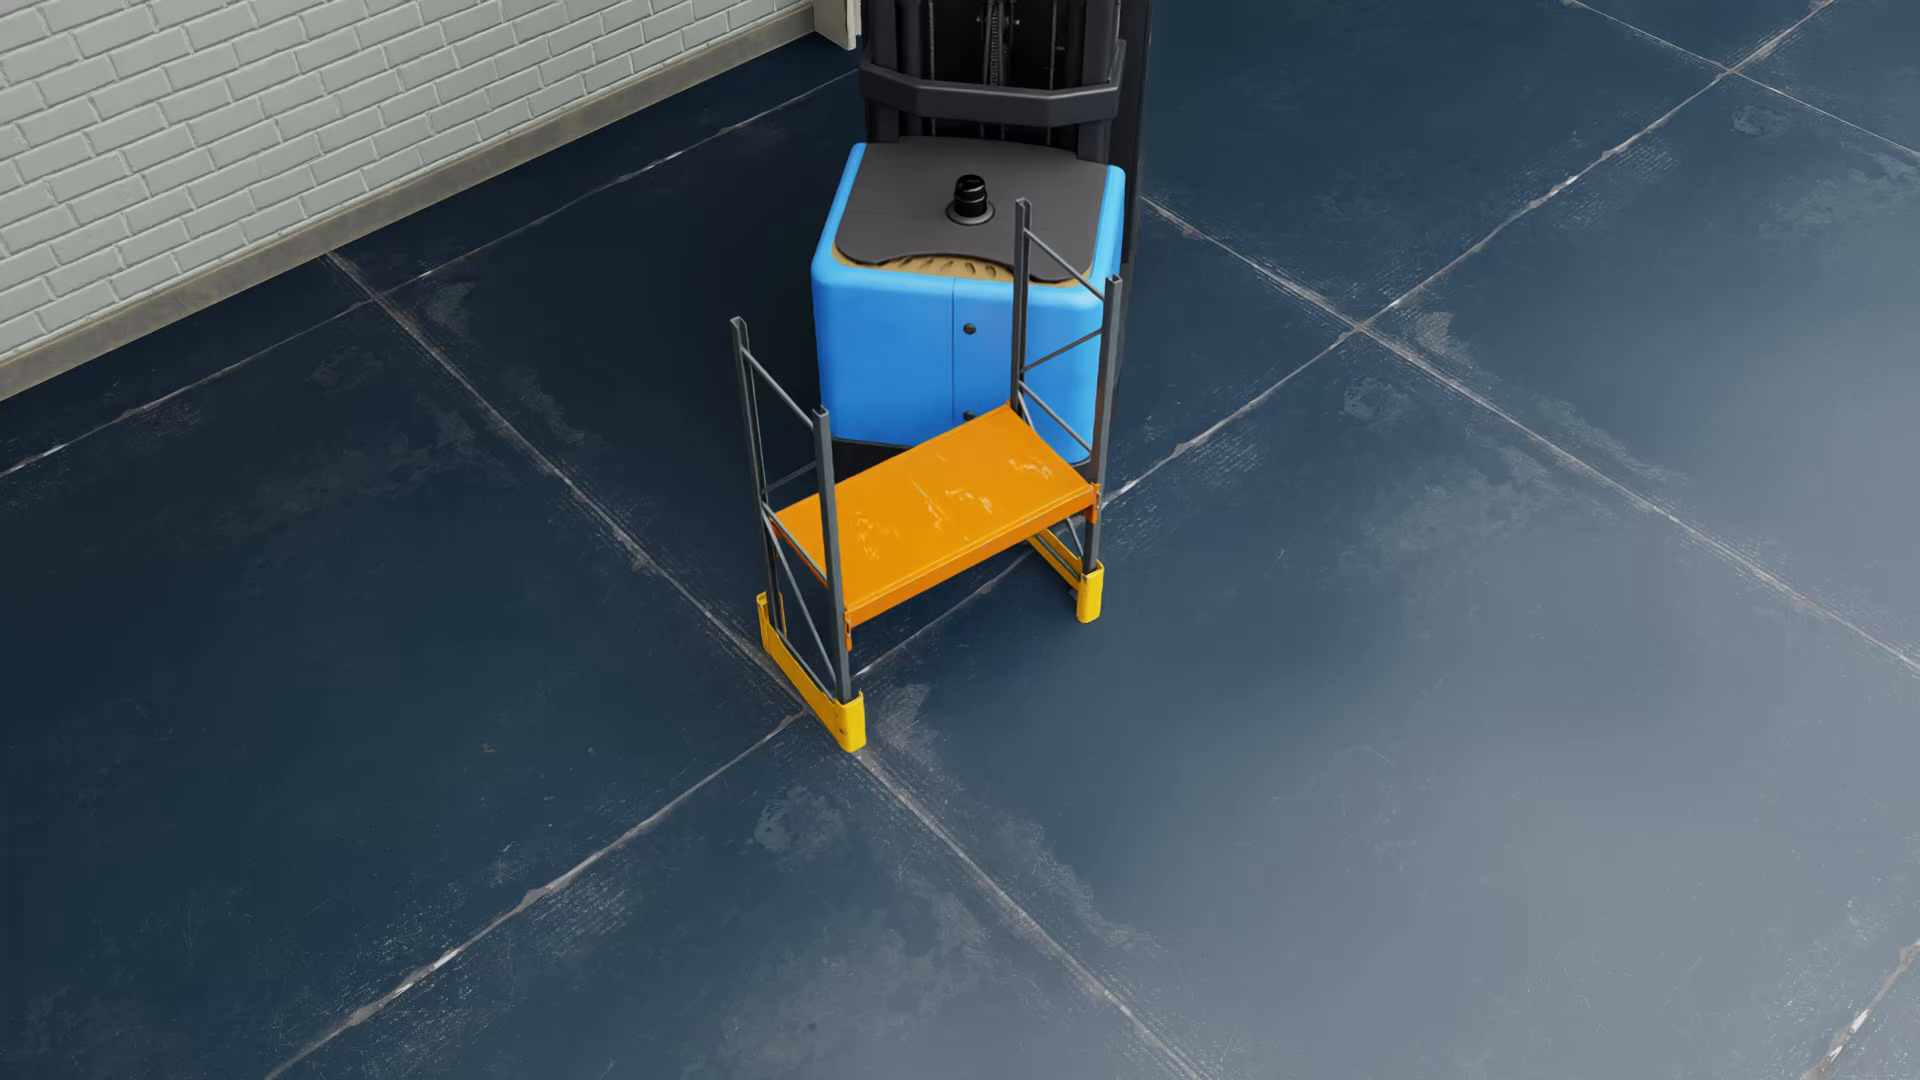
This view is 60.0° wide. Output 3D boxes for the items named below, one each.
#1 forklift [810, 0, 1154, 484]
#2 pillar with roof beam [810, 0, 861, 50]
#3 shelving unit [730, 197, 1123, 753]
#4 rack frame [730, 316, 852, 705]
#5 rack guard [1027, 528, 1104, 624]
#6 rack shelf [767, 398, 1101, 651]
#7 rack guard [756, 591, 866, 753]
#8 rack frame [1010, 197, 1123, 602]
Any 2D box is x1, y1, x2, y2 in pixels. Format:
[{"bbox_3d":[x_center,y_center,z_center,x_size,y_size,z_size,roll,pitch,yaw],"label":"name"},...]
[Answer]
[{"bbox_3d":[0.210,-2.201,6.287,1.130,2.935,3.031,7,48,6],"label":"forklift"},{"bbox_3d":[2.363,-3.415,3.278,0.400,9.000,9.100,-34,56,-27],"label":"pillar with roof beam"},{"bbox_3d":[-0.099,-0.190,5.405,1.083,1.500,0.587,-27,53,-23],"label":"shelving unit"},{"bbox_3d":[-0.510,0.018,5.213,0.032,1.500,0.500,-27,53,-23],"label":"rack frame"},{"bbox_3d":[0.312,0.026,6.055,0.087,0.250,0.587,-27,53,-23],"label":"rack guard"},{"bbox_3d":[-0.091,-0.072,5.540,1.000,0.185,0.538,-27,53,-23],"label":"rack shelf"},{"bbox_3d":[-0.509,0.441,5.673,0.087,0.250,0.587,-27,53,-23],"label":"rack guard"},{"bbox_3d":[0.328,-0.405,5.604,0.032,1.500,0.500,-27,53,-23],"label":"rack frame"}]
